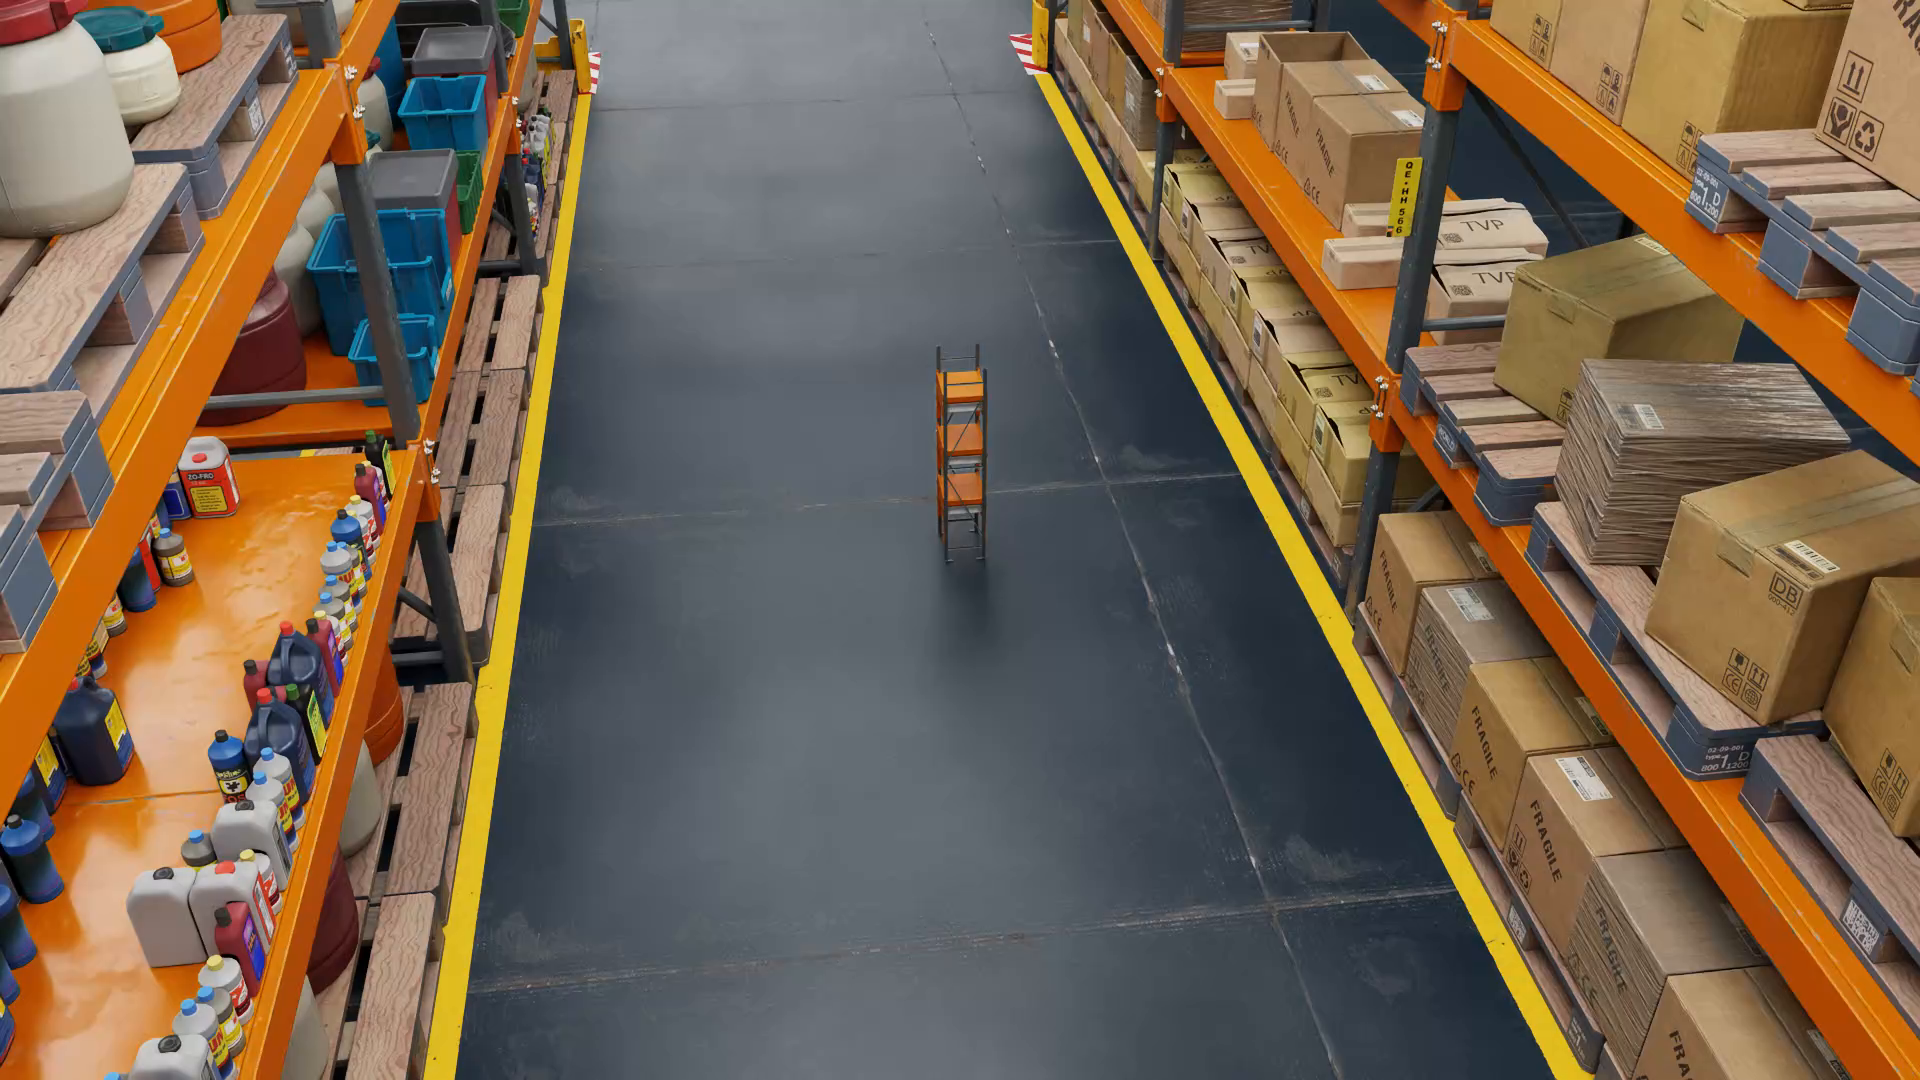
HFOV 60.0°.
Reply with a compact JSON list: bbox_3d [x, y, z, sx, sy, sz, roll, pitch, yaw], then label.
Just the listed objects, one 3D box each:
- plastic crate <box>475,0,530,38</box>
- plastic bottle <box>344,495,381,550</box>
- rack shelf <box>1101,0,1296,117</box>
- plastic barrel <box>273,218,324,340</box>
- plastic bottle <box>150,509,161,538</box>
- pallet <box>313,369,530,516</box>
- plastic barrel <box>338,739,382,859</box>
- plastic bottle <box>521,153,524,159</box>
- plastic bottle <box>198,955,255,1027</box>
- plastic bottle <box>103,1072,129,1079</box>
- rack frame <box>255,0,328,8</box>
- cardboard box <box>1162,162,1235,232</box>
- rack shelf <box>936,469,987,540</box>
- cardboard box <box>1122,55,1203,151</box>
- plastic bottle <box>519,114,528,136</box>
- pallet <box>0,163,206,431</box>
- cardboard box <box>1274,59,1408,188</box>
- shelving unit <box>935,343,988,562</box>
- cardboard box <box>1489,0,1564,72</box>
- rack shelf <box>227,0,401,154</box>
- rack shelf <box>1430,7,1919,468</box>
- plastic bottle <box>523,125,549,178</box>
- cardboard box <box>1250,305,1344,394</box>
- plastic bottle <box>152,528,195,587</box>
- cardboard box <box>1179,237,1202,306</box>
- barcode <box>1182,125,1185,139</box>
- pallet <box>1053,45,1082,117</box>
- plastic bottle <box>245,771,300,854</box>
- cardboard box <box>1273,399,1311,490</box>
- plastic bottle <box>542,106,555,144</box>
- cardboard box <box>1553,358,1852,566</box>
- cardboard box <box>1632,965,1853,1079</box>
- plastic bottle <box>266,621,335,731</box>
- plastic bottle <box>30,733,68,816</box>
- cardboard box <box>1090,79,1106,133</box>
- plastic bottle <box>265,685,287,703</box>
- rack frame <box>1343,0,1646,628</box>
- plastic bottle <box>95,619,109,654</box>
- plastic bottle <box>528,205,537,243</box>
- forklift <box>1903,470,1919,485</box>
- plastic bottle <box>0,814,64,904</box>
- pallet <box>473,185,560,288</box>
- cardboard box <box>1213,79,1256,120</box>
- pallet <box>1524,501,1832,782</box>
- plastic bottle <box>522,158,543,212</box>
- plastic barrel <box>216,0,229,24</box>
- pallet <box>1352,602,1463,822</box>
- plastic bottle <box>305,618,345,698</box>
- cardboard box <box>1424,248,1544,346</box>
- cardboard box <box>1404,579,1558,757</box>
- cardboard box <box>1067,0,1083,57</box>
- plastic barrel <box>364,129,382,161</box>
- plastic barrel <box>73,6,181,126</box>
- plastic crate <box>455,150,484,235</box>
[{"bbox_3d":[-3.057,-3.458,10.849,0.450,0.188,0.662,-4,35,-6],"label":"plastic crate"},{"bbox_3d":[-2.110,-0.064,5.857,0.097,0.201,0.097,0,34,0],"label":"plastic bottle"},{"bbox_3d":[1.486,-3.959,12.034,1.077,0.370,4.000,-4,35,-6],"label":"rack shelf"},{"bbox_3d":[-2.966,-1.139,7.158,0.421,0.512,0.421,0,34,0],"label":"plastic barrel"},{"bbox_3d":[-2.876,-0.065,5.859,0.097,0.201,0.097,0,34,0],"label":"plastic bottle"},{"bbox_3d":[-2.842,-0.497,8.791,1.003,0.211,1.213,-4,35,-6],"label":"pallet"},{"bbox_3d":[-2.369,0.900,6.102,0.421,0.512,0.421,0,34,0],"label":"plastic barrel"},{"bbox_3d":[-2.933,-2.487,11.269,0.097,0.271,0.097,0,34,0],"label":"plastic bottle"},{"bbox_3d":[-1.827,1.113,4.130,0.097,0.201,0.097,0,34,0],"label":"plastic bottle"},{"bbox_3d":[-1.933,1.308,3.843,0.097,0.201,0.097,0,34,0],"label":"plastic bottle"},{"bbox_3d":[-2.616,-3.014,4.681,1.000,3.000,0.127,-4,35,-6],"label":"rack frame"},{"bbox_3d":[1.564,-2.159,10.326,0.500,0.311,0.500,-4,35,-6],"label":"cardboard box"},{"bbox_3d":[0.007,-0.166,8.073,0.215,0.259,0.240,-4,35,-6],"label":"rack shelf"},{"bbox_3d":[1.420,-3.009,11.405,0.500,0.500,0.500,-4,35,-6],"label":"cardboard box"},{"bbox_3d":[-3.109,-2.915,11.886,0.061,0.283,0.133,-4,35,-6],"label":"plastic bottle"},{"bbox_3d":[-2.436,-0.527,3.863,1.003,0.211,1.213,-4,35,-6],"label":"pallet"},{"bbox_3d":[1.980,-2.178,8.693,0.500,0.500,0.500,-4,35,-6],"label":"cardboard box"},{"bbox_3d":[0.007,-0.404,7.911,0.215,1.050,0.252,-4,35,-6],"label":"shelving unit"},{"bbox_3d":[2.385,-1.948,5.692,0.910,0.500,0.500,-4,35,-6],"label":"cardboard box"},{"bbox_3d":[-2.885,-2.593,7.366,1.077,0.370,4.000,-4,35,-6],"label":"rack shelf"},{"bbox_3d":[2.562,-0.734,4.638,1.077,0.370,4.000,-4,35,-6],"label":"rack shelf"},{"bbox_3d":[-2.934,-2.678,11.478,0.144,0.351,0.185,-5,35,-7],"label":"plastic bottle"},{"bbox_3d":[1.837,-1.022,8.656,0.500,0.311,0.500,-5,35,-7],"label":"cardboard box"},{"bbox_3d":[-2.695,0.052,5.687,0.097,0.201,0.097,0,34,0],"label":"plastic bottle"},{"bbox_3d":[1.631,-1.648,10.073,0.500,0.250,0.500,-4,34,-5],"label":"cardboard box"},{"bbox_3d":[1.377,-2.511,10.248,0.001,0.075,0.075,-4,35,-6],"label":"barcode"},{"bbox_3d":[1.361,-3.796,13.633,1.003,0.211,1.213,-4,35,-6],"label":"pallet"},{"bbox_3d":[-1.907,0.751,4.599,0.097,0.271,0.097,0,34,0],"label":"plastic bottle"},{"bbox_3d":[1.908,-0.507,8.400,0.500,0.250,0.500,-5,35,-7],"label":"cardboard box"},{"bbox_3d":[-2.977,-3.003,12.014,0.061,0.283,0.133,-4,34,-5],"label":"plastic bottle"},{"bbox_3d":[2.423,-0.255,5.499,0.700,0.500,0.500,2,34,3],"label":"cardboard box"},{"bbox_3d":[2.422,1.646,5.001,0.500,0.500,0.500,-4,35,-6],"label":"cardboard box"},{"bbox_3d":[-2.005,0.409,5.030,0.144,0.351,0.185,-4,35,-6],"label":"plastic bottle"},{"bbox_3d":[-2.674,0.615,4.728,0.144,0.351,0.185,-4,35,-6],"label":"plastic bottle"},{"bbox_3d":[1.269,-3.256,12.433,0.500,0.250,0.500,-4,35,-6],"label":"cardboard box"},{"bbox_3d":[-2.003,0.527,4.917,0.061,0.283,0.133,-4,35,-6],"label":"plastic bottle"},{"bbox_3d":[2.293,-0.908,6.918,1.000,3.000,0.127,-4,35,-6],"label":"rack frame"},{"bbox_3d":[-2.812,0.245,5.331,0.061,0.283,0.133,-4,35,-6],"label":"plastic bottle"},{"bbox_3d":[-2.762,-2.032,10.600,0.097,0.271,0.097,0,34,0],"label":"plastic bottle"},{"bbox_3d":[4.699,-0.510,6.395,1.130,2.935,3.031,-5,35,-7],"label":"forklift"},{"bbox_3d":[-2.496,0.846,4.460,0.097,0.271,0.097,0,34,0],"label":"plastic bottle"},{"bbox_3d":[-3.203,-1.992,10.986,1.003,0.211,1.213,-4,35,-6],"label":"pallet"},{"bbox_3d":[1.672,-2.526,9.516,0.380,0.149,0.250,-4,35,-6],"label":"cardboard box"},{"bbox_3d":[2.559,0.257,5.380,1.003,0.211,1.213,-4,35,-6],"label":"pallet"},{"bbox_3d":[-2.851,-2.336,10.975,0.144,0.351,0.185,-3,34,-5],"label":"plastic bottle"},{"bbox_3d":[-2.700,-1.844,5.766,0.294,0.245,0.294,0,34,0],"label":"plastic barrel"},{"bbox_3d":[2.356,0.664,7.088,1.003,0.211,1.213,-4,35,-6],"label":"pallet"},{"bbox_3d":[-1.985,0.345,5.184,0.061,0.283,0.133,-4,35,-6],"label":"plastic bottle"},{"bbox_3d":[2.287,-1.077,7.246,0.500,0.311,0.500,-2,34,-3],"label":"cardboard box"},{"bbox_3d":[2.147,0.511,6.666,0.500,0.500,0.500,-6,35,-8],"label":"cardboard box"},{"bbox_3d":[1.138,-4.124,13.041,0.500,0.500,0.500,-4,35,-6],"label":"cardboard box"},{"bbox_3d":[-3.128,-1.959,8.584,0.301,0.262,0.301,0,34,0],"label":"plastic barrel"},{"bbox_3d":[-2.326,-1.303,4.585,0.301,0.262,0.301,0,34,0],"label":"plastic barrel"},{"bbox_3d":[-2.640,-1.729,8.311,0.450,0.188,0.662,-4,35,-6],"label":"plastic crate"}]
